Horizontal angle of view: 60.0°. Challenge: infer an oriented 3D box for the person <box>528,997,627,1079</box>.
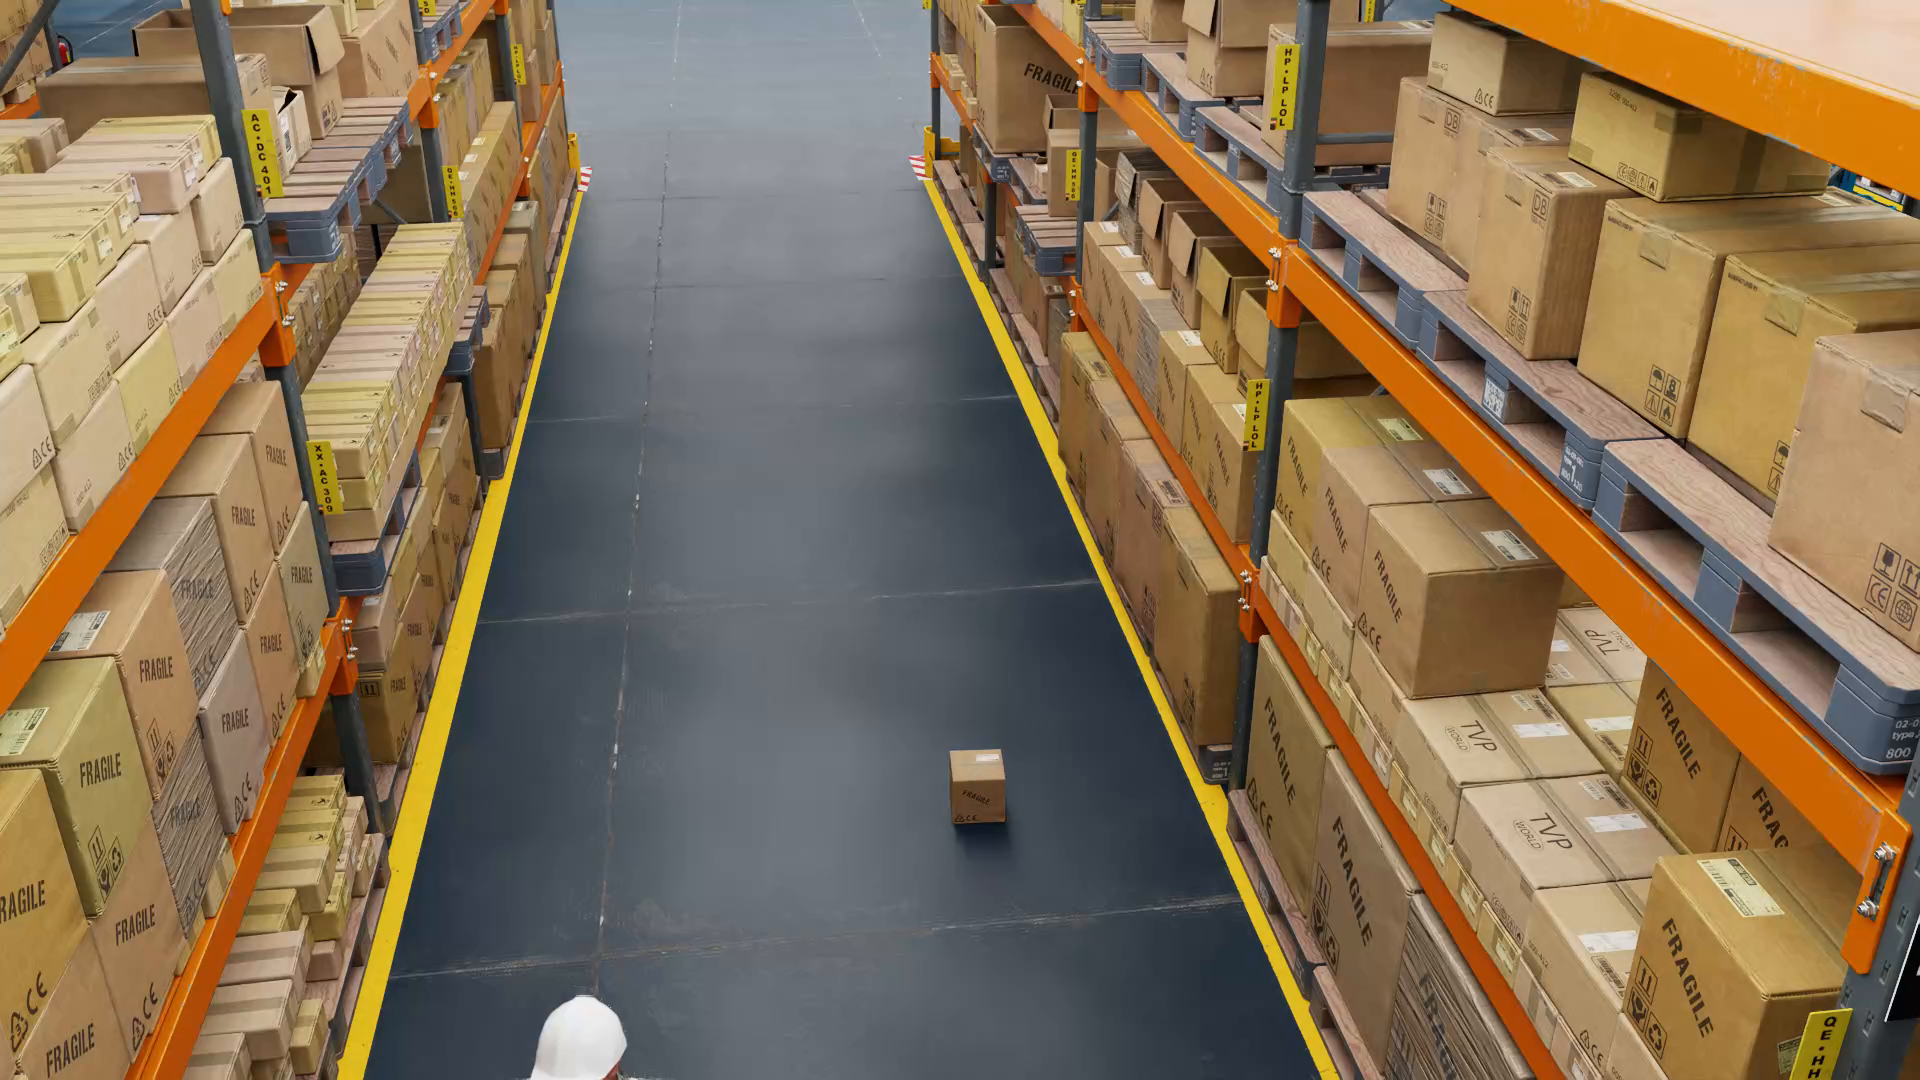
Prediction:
[{"bbox_3d":[-1.003,2.035,4.558,0.578,1.784,0.475,7,28,14],"label":"person"}]
